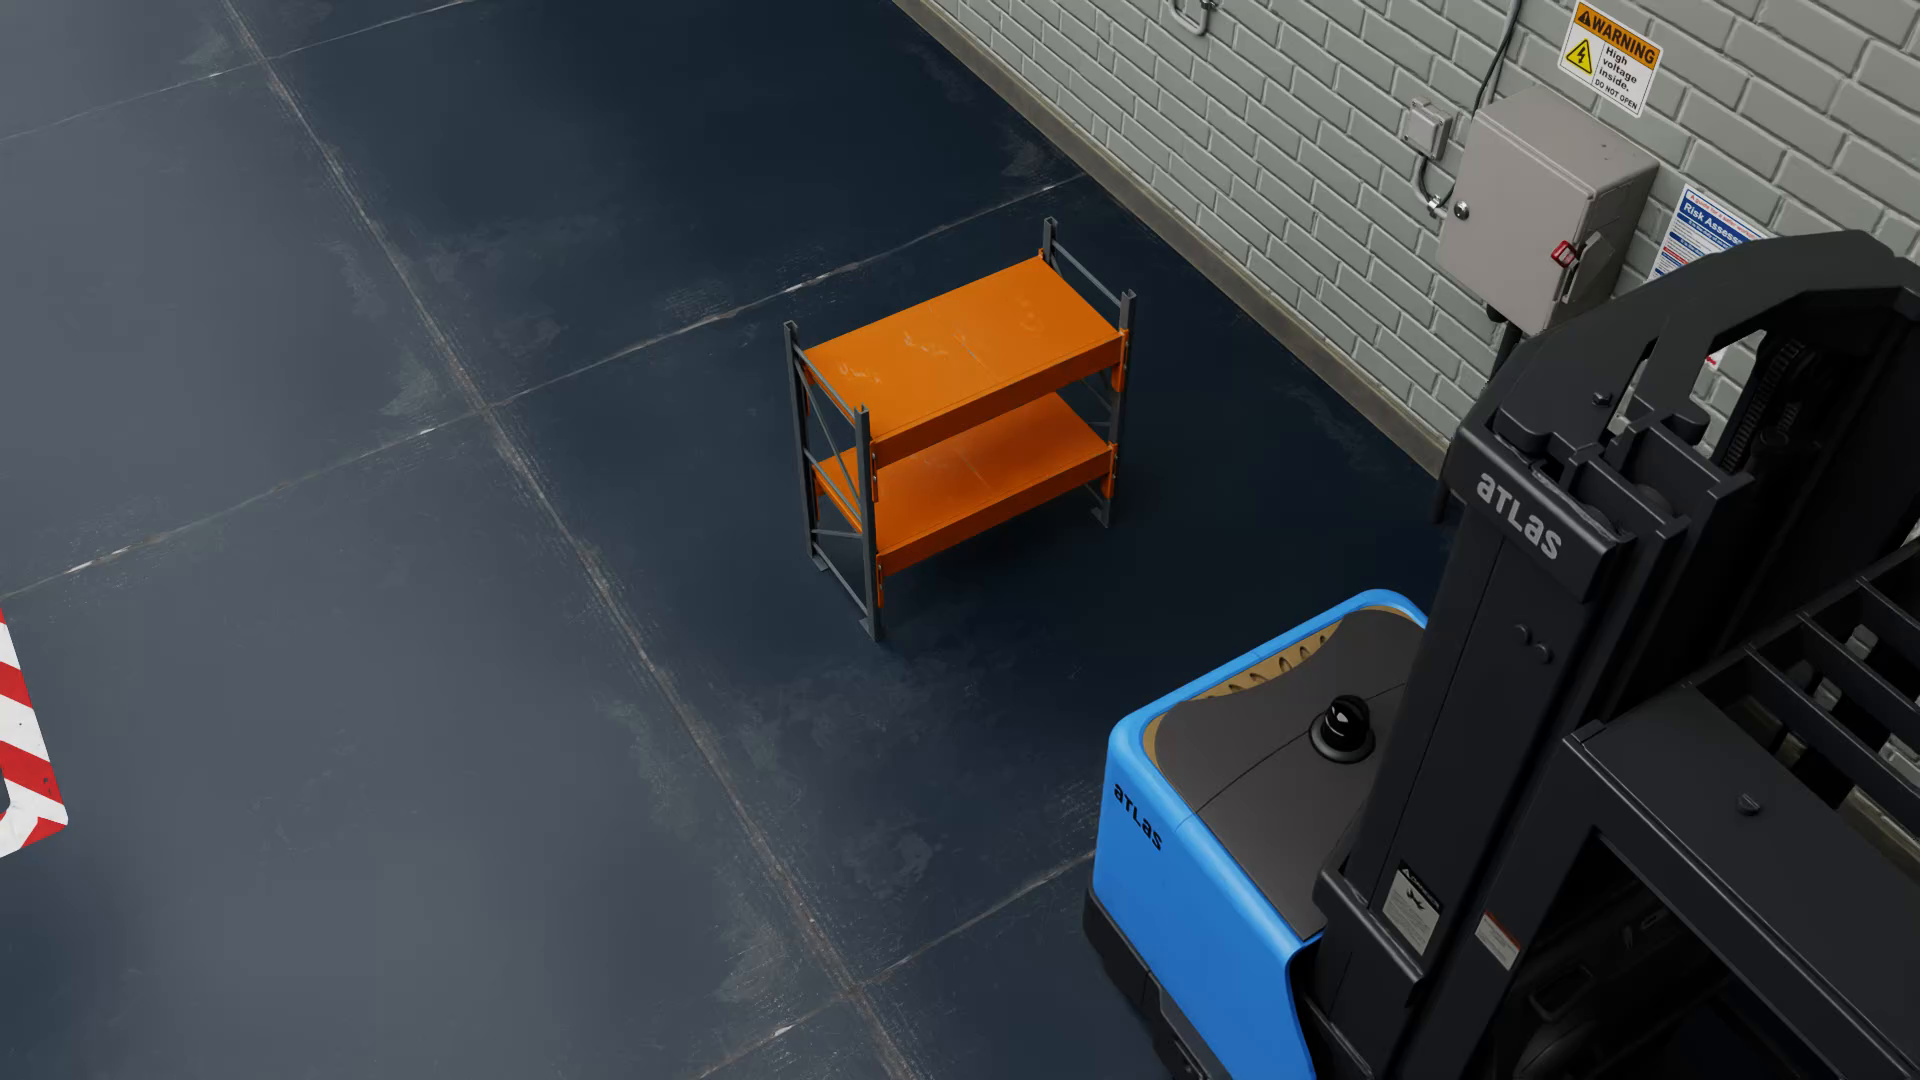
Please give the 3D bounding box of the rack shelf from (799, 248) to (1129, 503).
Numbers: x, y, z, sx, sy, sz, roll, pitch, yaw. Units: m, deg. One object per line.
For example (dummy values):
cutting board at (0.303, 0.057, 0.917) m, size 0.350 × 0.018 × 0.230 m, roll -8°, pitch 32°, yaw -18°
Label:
rack shelf at (0.006, -0.571, 5.614) m, size 1.000 × 0.278 × 0.538 m, roll -25°, pitch 53°, yaw -21°

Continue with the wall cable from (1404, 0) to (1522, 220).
wall cable at (1.562, -1.881, 5.236) m, size 0.122 × 1.984 × 0.588 m, roll -25°, pitch 53°, yaw -21°

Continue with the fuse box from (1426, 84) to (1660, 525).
fuse box at (1.793, -0.620, 5.657) m, size 0.414 × 1.711 × 0.539 m, roll -25°, pitch 53°, yaw -21°

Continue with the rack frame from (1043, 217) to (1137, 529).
rack frame at (0.436, -0.579, 6.013) m, size 0.032 × 1.125 × 0.500 m, roll -25°, pitch 53°, yaw -21°

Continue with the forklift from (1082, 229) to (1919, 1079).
forklift at (1.576, 0.981, 3.414) m, size 1.130 × 2.935 × 3.031 m, roll -25°, pitch 53°, yaw -20°

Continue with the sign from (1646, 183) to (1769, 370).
sign at (2.232, -0.788, 5.007) m, size 0.001 × 0.494 × 0.329 m, roll -25°, pitch 53°, yaw -21°

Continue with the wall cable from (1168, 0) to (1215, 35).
wall cable at (0.796, -2.782, 6.018) m, size 0.123 × 1.953 × 0.585 m, roll -25°, pitch 53°, yaw -21°

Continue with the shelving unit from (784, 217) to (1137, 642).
shelving unit at (0.006, -0.377, 5.832) m, size 1.048 × 1.125 × 0.538 m, roll -25°, pitch 53°, yaw -21°

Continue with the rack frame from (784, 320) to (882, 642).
rack frame at (-0.424, -0.174, 5.652) m, size 0.032 × 1.125 × 0.500 m, roll -25°, pitch 53°, yaw -21°

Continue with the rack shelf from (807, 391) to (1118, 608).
rack shelf at (0.006, -0.214, 6.015) m, size 1.000 × 0.278 × 0.538 m, roll -25°, pitch 53°, yaw -21°

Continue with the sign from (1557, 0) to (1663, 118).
sign at (1.939, -1.441, 4.972) m, size 0.001 × 0.242 × 0.339 m, roll -25°, pitch 53°, yaw -21°
